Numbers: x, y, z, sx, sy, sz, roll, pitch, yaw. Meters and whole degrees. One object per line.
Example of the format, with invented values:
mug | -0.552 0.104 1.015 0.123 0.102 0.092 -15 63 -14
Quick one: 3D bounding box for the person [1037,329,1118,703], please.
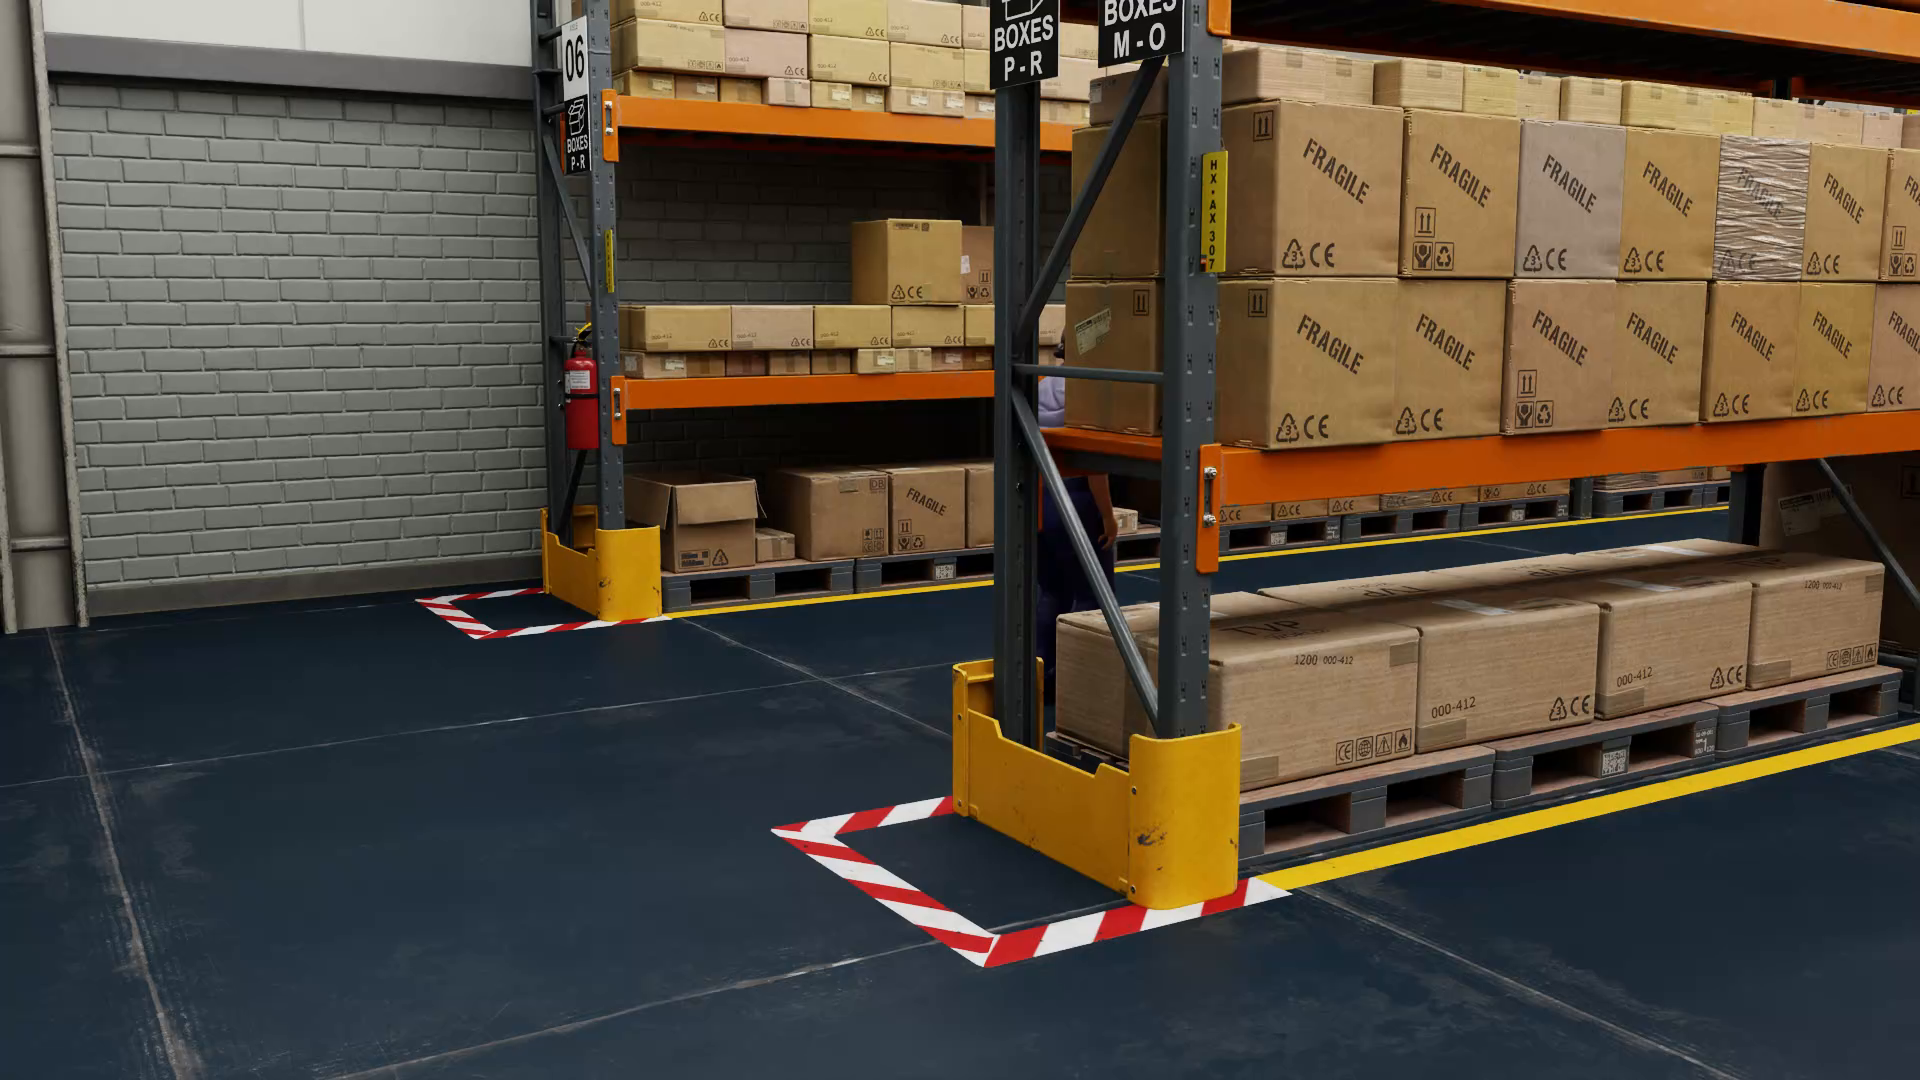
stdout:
person | 0.467 -0.099 7.042 0.367 1.651 0.547 -5 10 -32
